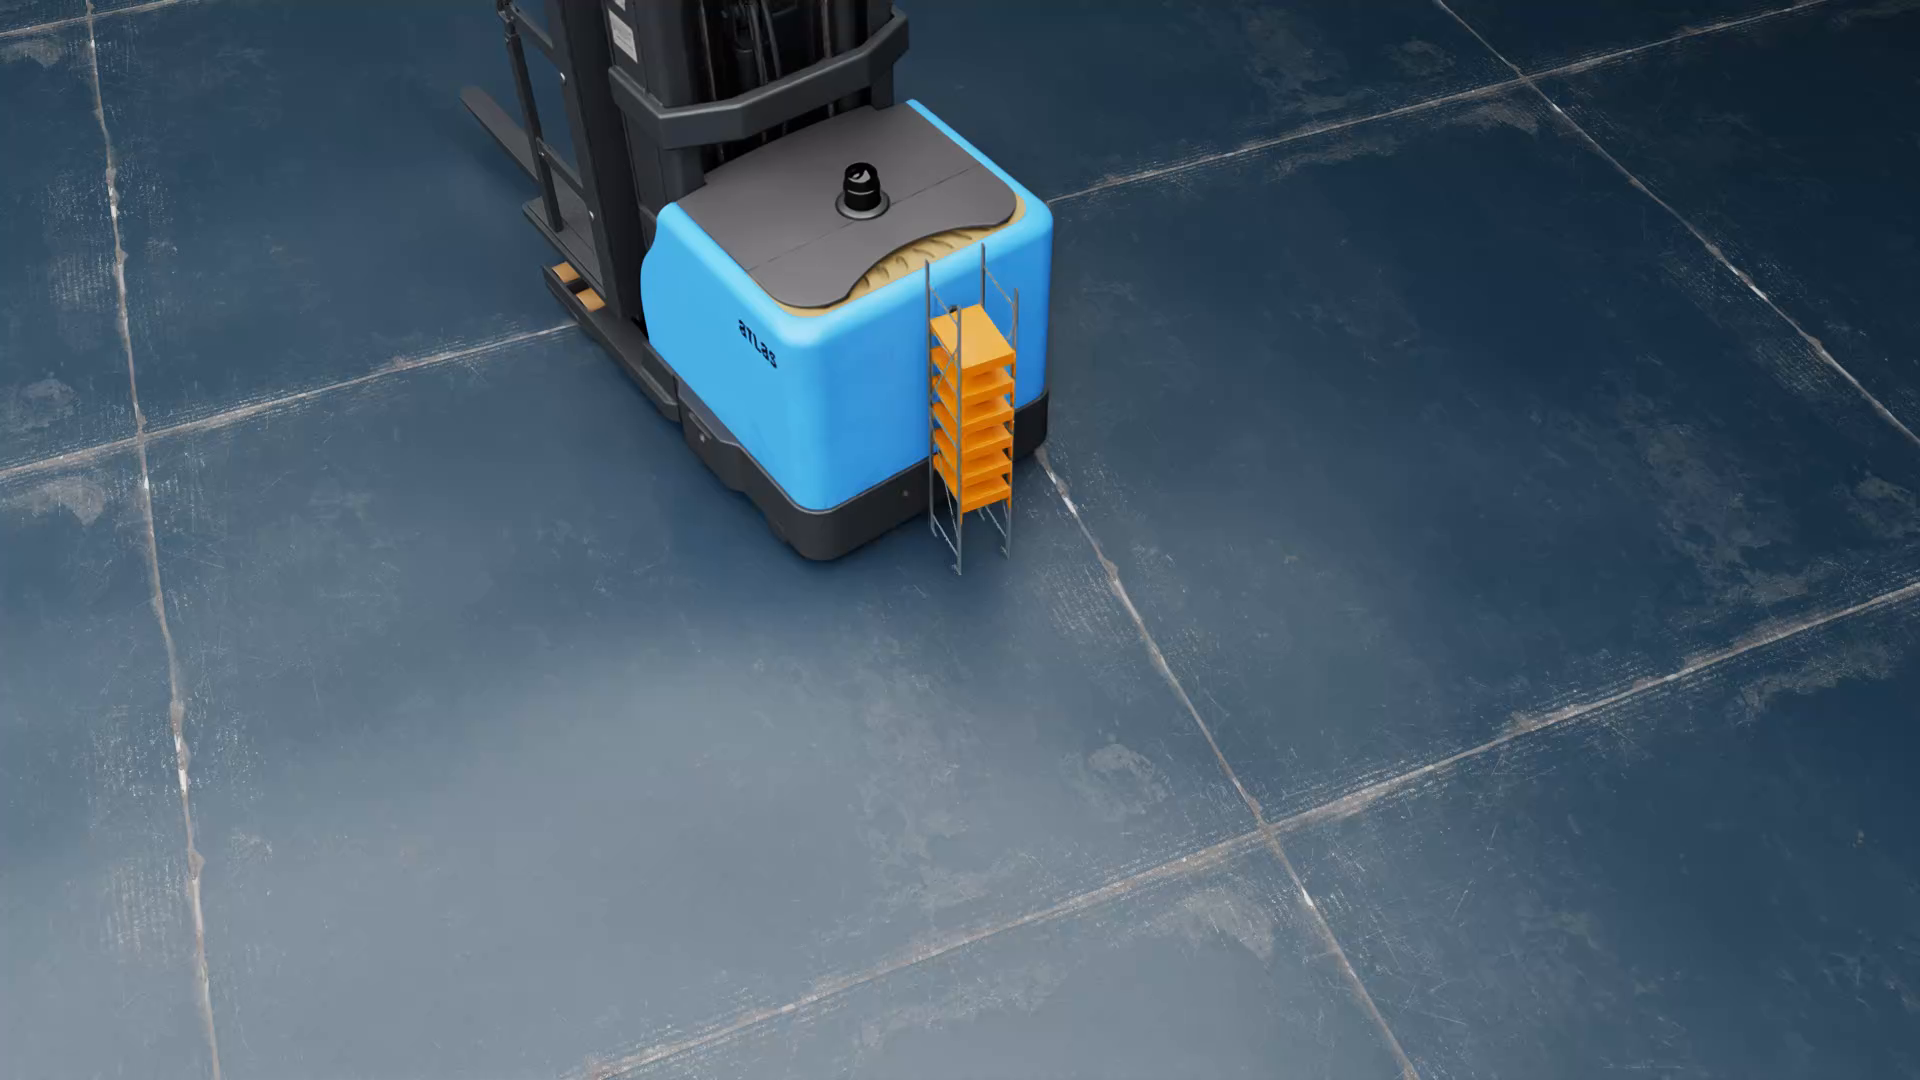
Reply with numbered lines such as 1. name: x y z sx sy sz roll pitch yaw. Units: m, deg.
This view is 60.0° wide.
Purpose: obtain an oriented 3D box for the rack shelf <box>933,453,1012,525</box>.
1. rack shelf: 0.033 -0.196 5.502 0.180 0.103 0.258 -20 52 -16

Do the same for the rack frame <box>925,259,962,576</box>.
1. rack frame: -0.049 -0.351 5.260 0.006 1.200 0.240 -20 52 -16

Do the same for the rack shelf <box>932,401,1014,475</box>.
1. rack shelf: 0.033 -0.352 5.320 0.180 0.103 0.258 -20 52 -16

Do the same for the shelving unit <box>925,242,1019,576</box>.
1. shelving unit: 0.033 -0.381 5.286 0.189 1.200 0.258 -20 52 -16

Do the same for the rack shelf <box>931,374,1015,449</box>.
1. rack shelf: 0.033 -0.430 5.229 0.180 0.103 0.258 -20 52 -16

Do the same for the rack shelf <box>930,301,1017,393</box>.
1. rack shelf: 0.033 -0.586 5.047 0.180 0.103 0.258 -20 52 -16

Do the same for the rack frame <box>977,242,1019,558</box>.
1. rack frame: 0.116 -0.411 5.312 0.006 1.200 0.240 -20 52 -16

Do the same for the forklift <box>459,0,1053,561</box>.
1. forklift: -0.971 -1.964 5.505 1.130 2.935 3.031 -29 55 -23

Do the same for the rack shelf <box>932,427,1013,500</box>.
1. rack shelf: 0.033 -0.274 5.411 0.180 0.103 0.258 -20 52 -16

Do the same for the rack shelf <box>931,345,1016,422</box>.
1. rack shelf: 0.033 -0.508 5.138 0.180 0.103 0.258 -20 52 -16
